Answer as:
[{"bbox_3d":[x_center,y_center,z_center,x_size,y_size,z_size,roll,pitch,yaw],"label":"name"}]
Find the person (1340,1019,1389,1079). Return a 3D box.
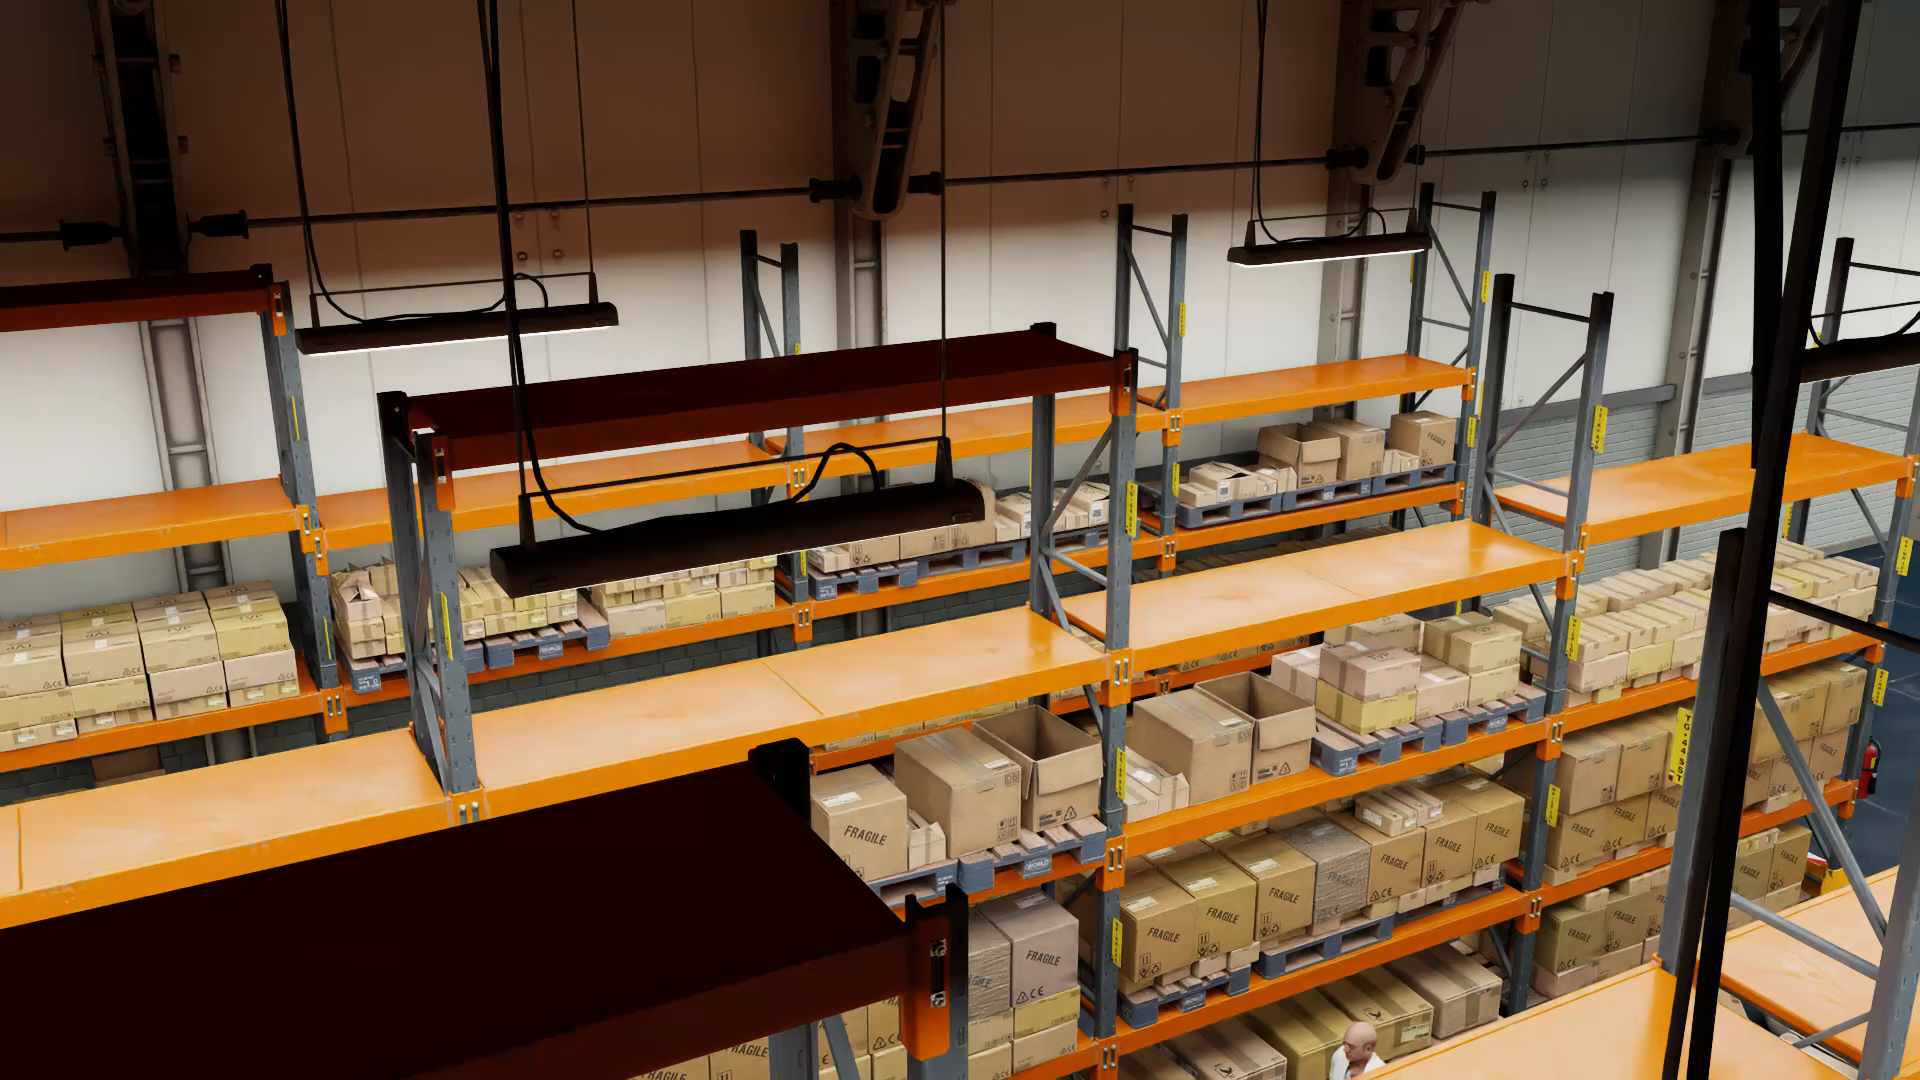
[{"bbox_3d":[2.534,3.934,10.703,0.448,1.795,0.699,-1,18,-3],"label":"person"}]
